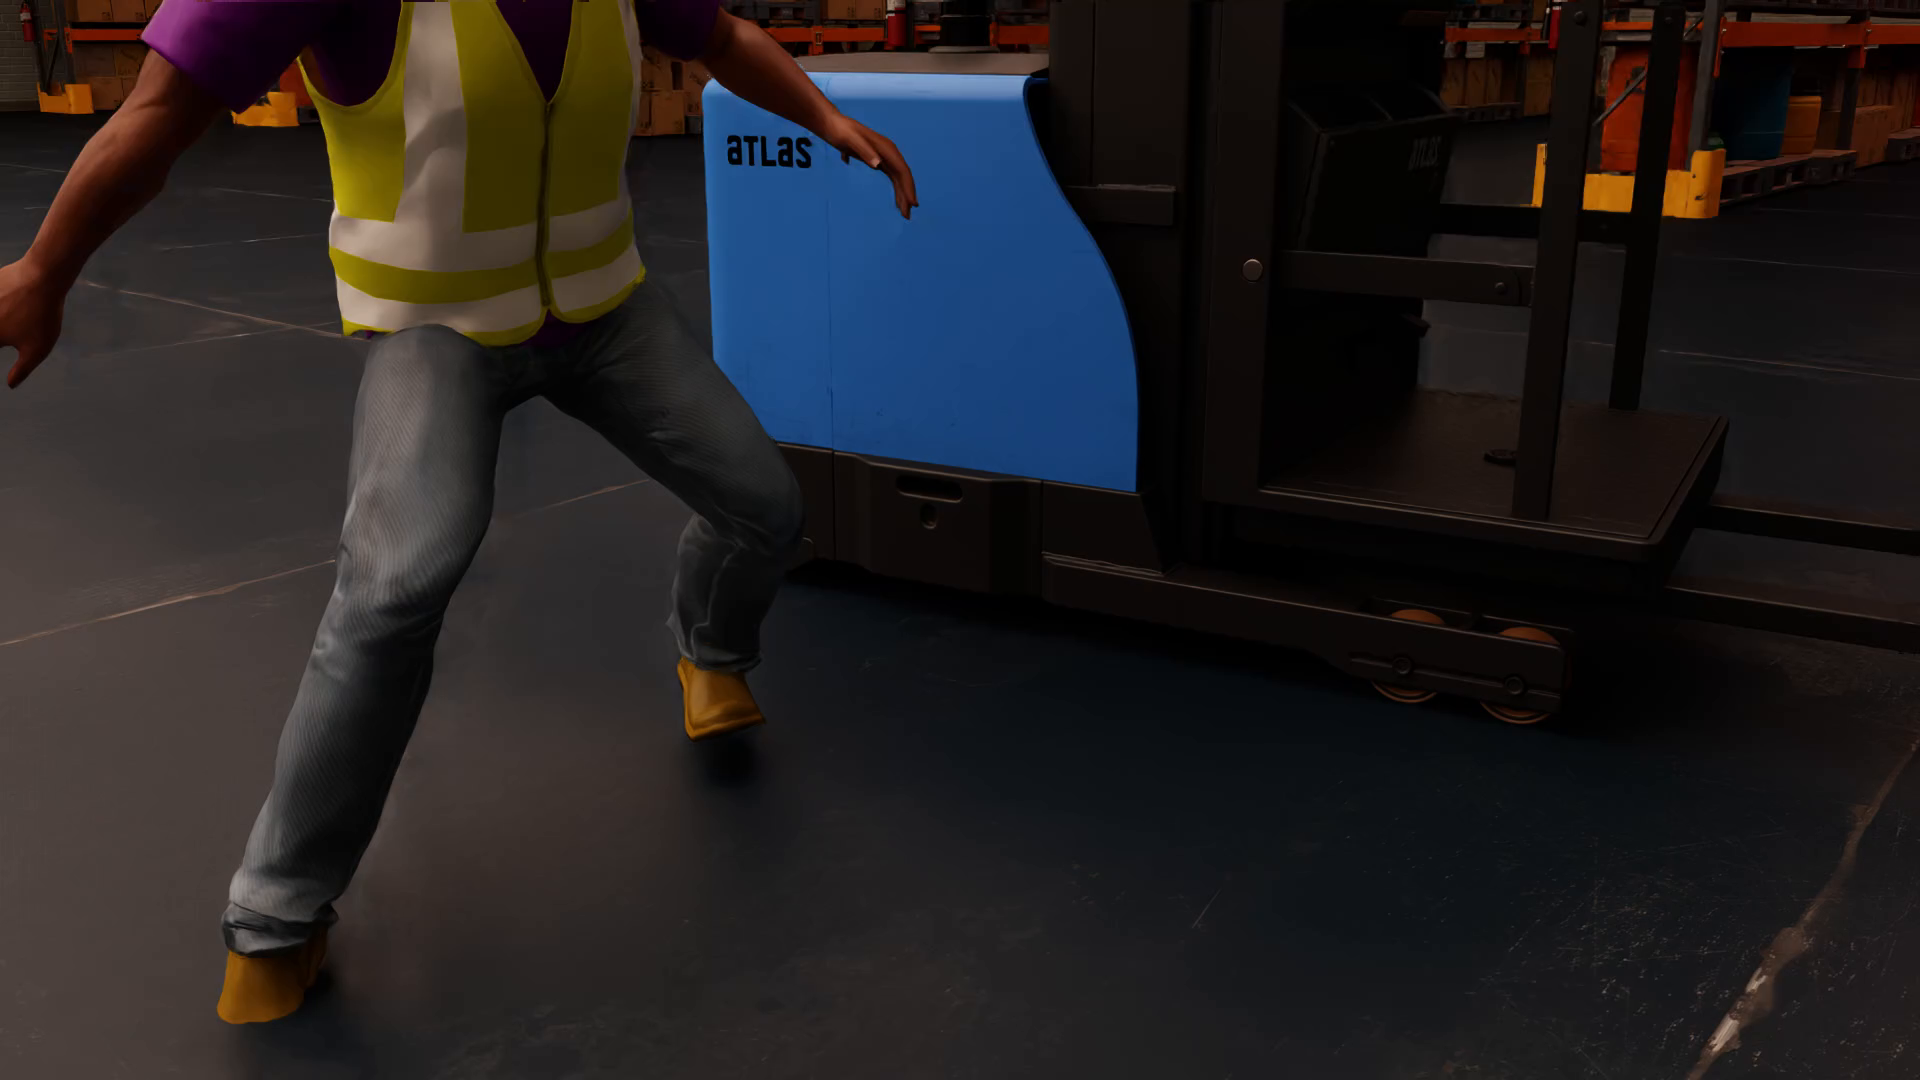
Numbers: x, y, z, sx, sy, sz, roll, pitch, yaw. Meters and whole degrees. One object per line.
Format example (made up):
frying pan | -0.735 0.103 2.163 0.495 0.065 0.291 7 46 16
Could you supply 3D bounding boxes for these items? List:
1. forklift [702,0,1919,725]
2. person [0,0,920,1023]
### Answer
forklift | 0.981 -1.258 3.041 3.031 2.935 1.130 9 19 28
person | -0.639 -0.257 2.236 1.153 1.721 0.568 -15 22 -40
